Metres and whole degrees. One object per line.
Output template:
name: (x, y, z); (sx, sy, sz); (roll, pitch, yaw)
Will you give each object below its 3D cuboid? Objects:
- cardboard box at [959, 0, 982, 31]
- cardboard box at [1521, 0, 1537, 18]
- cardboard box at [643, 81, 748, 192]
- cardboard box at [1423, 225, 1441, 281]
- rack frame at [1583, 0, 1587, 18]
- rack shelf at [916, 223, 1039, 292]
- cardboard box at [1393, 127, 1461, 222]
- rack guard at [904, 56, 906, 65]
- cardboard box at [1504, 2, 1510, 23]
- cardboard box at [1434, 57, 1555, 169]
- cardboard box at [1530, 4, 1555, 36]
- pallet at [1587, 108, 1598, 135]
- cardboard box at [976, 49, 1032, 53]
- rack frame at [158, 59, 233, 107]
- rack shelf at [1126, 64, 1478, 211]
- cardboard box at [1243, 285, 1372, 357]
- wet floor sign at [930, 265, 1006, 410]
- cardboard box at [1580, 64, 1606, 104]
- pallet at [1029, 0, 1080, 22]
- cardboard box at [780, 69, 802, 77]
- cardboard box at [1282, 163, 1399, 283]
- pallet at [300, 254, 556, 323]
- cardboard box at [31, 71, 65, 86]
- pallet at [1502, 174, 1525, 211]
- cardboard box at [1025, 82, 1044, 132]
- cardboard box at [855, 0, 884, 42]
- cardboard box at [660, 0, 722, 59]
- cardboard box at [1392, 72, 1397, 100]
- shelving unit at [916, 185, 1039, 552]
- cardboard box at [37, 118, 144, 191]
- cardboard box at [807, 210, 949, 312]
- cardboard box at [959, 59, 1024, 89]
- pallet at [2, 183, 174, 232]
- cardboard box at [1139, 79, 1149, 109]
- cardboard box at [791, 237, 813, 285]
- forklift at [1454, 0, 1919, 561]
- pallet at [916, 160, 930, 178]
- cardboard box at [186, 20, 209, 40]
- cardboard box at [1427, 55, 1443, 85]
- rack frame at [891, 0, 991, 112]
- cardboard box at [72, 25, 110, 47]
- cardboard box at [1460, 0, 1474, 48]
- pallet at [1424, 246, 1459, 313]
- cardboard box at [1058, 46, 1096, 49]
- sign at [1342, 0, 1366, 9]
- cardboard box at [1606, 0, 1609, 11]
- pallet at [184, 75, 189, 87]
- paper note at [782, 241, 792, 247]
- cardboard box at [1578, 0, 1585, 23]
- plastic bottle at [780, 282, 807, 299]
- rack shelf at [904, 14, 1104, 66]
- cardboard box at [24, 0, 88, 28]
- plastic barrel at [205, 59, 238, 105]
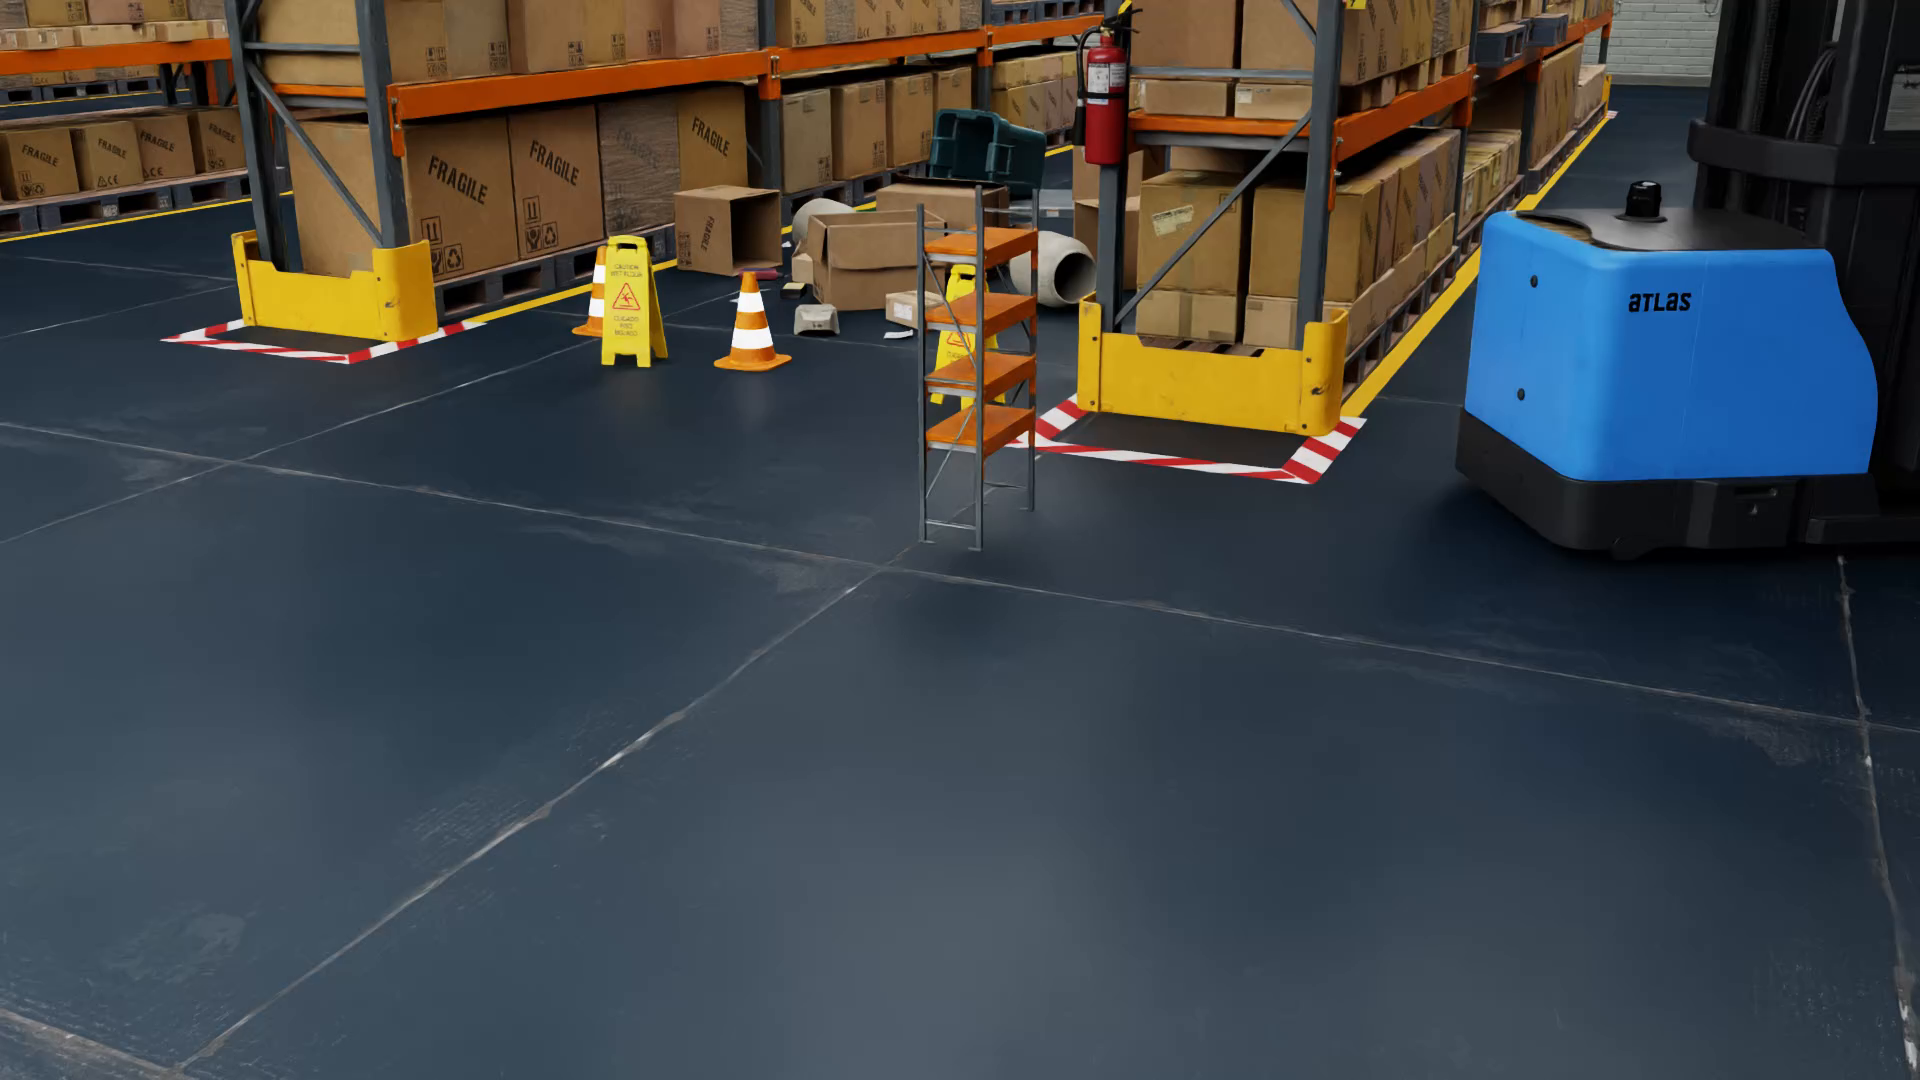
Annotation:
cardboard box: (-0.129, -4.932, 15.212); (0.500, 0.500, 0.500); (9, 21, 23)
cardboard box: (4.132, -4.021, 12.548); (0.380, 0.149, 0.250); (9, 21, 24)
cardboard box: (-2.148, -2.851, 12.053); (0.875, 0.875, 0.875); (9, 21, 24)
cardboard box: (2.524, -1.709, 9.775); (0.500, 0.250, 0.500); (8, 21, 21)
rack frame: (6.006, -5.634, 17.335); (1.000, 3.000, 0.127); (9, 21, 23)
rack shelf: (0.068, -0.986, 5.778); (0.258, 0.148, 0.480); (9, 21, 23)
cardboard box: (2.733, -2.227, 10.111); (0.500, 0.500, 0.500); (8, 21, 22)
rack guard: (-1.387, -7.046, 25.036); (1.175, 0.500, 0.348); (9, 21, 23)
cardboard box: (-7.102, -6.186, 18.263); (25.827, 0.500, 3.771); (9, 21, 24)
cardboard box: (4.727, -3.808, 14.744); (0.875, 0.875, 0.875); (8, 21, 22)
cardboard box: (4.798, -4.456, 14.245); (0.500, 0.250, 0.500); (8, 21, 22)
pallet: (6.887, -4.916, 19.478); (1.003, 0.211, 1.213); (9, 21, 23)
cardboard box: (0.477, -5.148, 17.952); (0.500, 0.250, 0.500); (9, 22, 25)
rack frame: (-9.191, -6.451, 19.631); (1.000, 3.000, 0.127); (9, 21, 23)
rack shelf: (1.911, -2.238, 8.859); (1.077, 0.370, 4.000); (9, 21, 23)
cardboard box: (1.675, -1.077, 7.997); (0.500, 0.250, 0.500); (8, 21, 22)
wet floor sign: (0.038, -0.945, 7.664); (0.267, 0.644, 0.232); (18, 26, 41)
cardboard box: (7.465, -5.632, 20.526); (0.875, 0.438, 0.875); (8, 21, 21)
pallet: (0.584, -5.580, 17.469); (1.003, 0.211, 1.213); (9, 21, 23)
cardboard box: (-2.692, -6.381, 21.980); (0.875, 0.875, 0.875); (9, 21, 23)
cardboard box: (1.894, -1.598, 8.343); (0.500, 0.500, 0.500); (8, 21, 21)
pallet: (-3.209, -1.555, 10.027); (1.003, 0.211, 1.213); (9, 21, 23)
cardboard box: (-12.843, -6.574, 23.053); (0.500, 0.500, 0.500); (8, 21, 22)
pallet: (4.047, -2.859, 13.692); (1.003, 0.211, 1.213); (9, 21, 23)
cardboard box: (0.536, -4.415, 17.011); (0.500, 0.500, 0.500); (9, 21, 23)
cardboard box: (-0.953, -4.315, 13.476); (0.500, 0.500, 0.500); (8, 21, 22)
cardboard box: (-2.172, -3.622, 11.453); (0.875, 0.550, 0.550); (9, 21, 23)
cardboard box: (1.914, -2.227, 8.129); (0.380, 0.149, 0.250); (9, 22, 24)
shelving unit: (0.068, -0.616, 5.910); (0.258, 1.200, 0.503); (9, 21, 23)
cardboard box: (-6.921, -3.075, 13.242); (0.500, 0.500, 0.500); (7, 21, 18)
cardboard box: (-0.498, -1.674, 9.925); (0.797, 0.503, 0.637); (-5, 20, -15)
cardboard box: (0.314, -4.611, 16.441); (0.500, 0.250, 0.500); (8, 21, 20)
pallet: (2.383, -3.623, 15.841); (15.839, 0.211, 14.238); (9, 21, 23)
cardboard box: (1.053, -2.084, 7.726); (0.380, 0.149, 0.250); (8, 21, 22)
cardboard box: (-0.851, -1.771, 10.551); (0.396, 0.266, 0.258); (13, 23, 32)
forklift: (3.498, -1.501, 5.816); (3.031, 2.935, 1.130); (-2, 20, -6)
pallet: (-0.581, -3.515, 15.538); (1.003, 0.211, 1.213); (9, 21, 23)
cardboard box: (-6.399, -4.181, 13.622); (0.380, 0.149, 0.250); (9, 21, 23)
cardboard box: (2.464, -2.619, 9.232); (0.380, 0.149, 0.250); (8, 21, 22)
rack frame: (-0.189, -5.060, 15.719); (1.000, 3.000, 0.127); (9, 21, 23)
cardboard box: (-6.758, -3.867, 12.742); (0.380, 0.149, 0.250); (9, 21, 23)
cardboard box: (2.775, -3.206, 9.913); (0.500, 0.500, 0.500); (8, 21, 21)
pallet: (2.487, -1.665, 10.334); (1.003, 0.211, 1.213); (9, 21, 23)
cardboard box: (1.375, -5.393, 18.643); (0.500, 0.250, 0.500); (8, 21, 21)
sign: (1.587, -2.299, 6.665); (0.100, 0.325, 0.005); (9, 21, 23)
cardboard box: (7.469, -6.569, 19.814); (0.500, 0.500, 0.500); (8, 21, 22)
pallet: (-11.789, -7.250, 26.041); (1.003, 0.211, 1.213); (9, 21, 23)
paper note: (-1.725, -4.195, 17.449); (2.542, 0.211, 11.881); (-5, 20, -15)
cardboard box: (6.053, -5.392, 16.877); (0.500, 0.250, 0.500); (8, 21, 21)
plastic bottle: (-1.016, -1.535, 10.193); (0.133, 0.061, 0.283); (1, 20, 4)
rack shelf: (0.630, -5.332, 17.559); (1.077, 0.370, 4.000); (9, 21, 23)
cardboard box: (-7.144, -4.145, 12.553); (0.875, 0.500, 0.500); (9, 21, 23)
plastic barrel: (-9.007, -5.778, 20.351); (0.600, 0.830, 0.708); (9, 21, 23)
